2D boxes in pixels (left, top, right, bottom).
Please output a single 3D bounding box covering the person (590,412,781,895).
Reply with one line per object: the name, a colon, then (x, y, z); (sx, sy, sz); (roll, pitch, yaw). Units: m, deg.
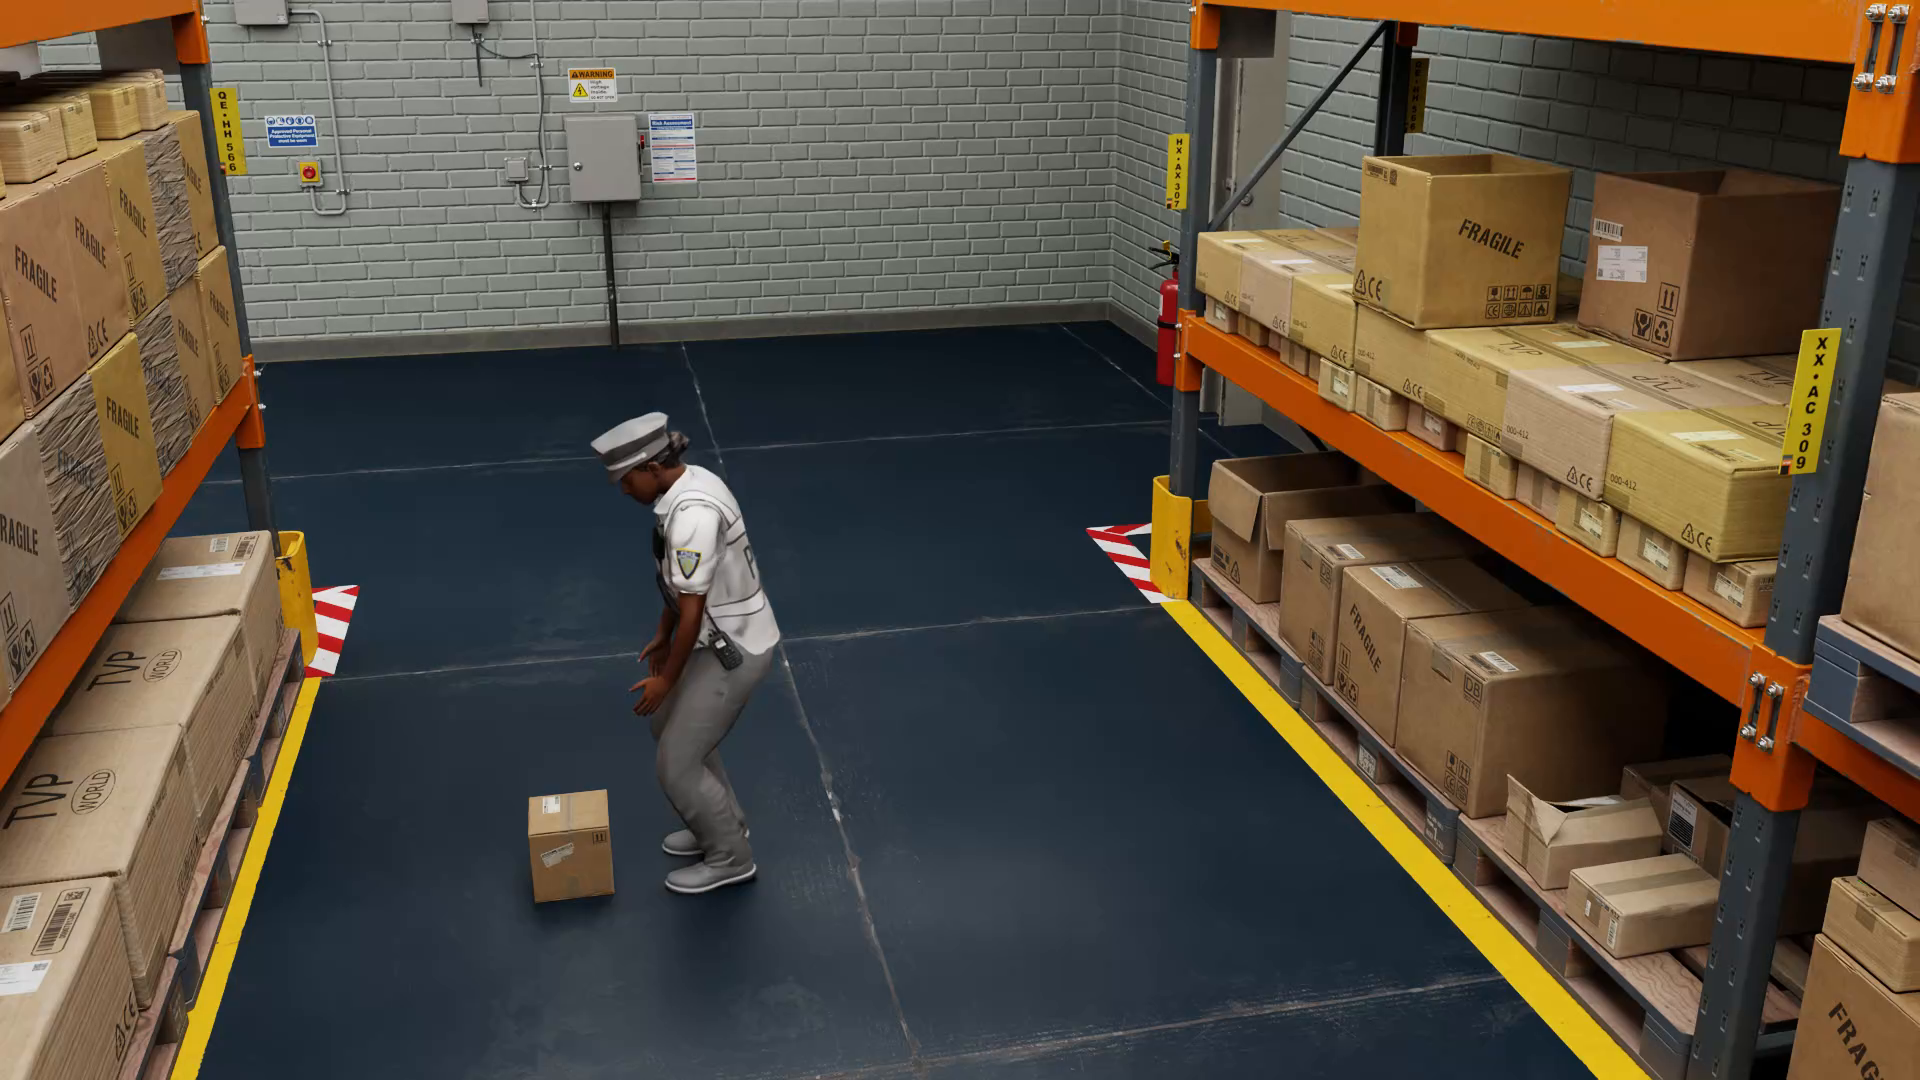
person: (-0.837, 0.360, 5.237); (0.541, 1.563, 0.476); (-4, 20, -11)
